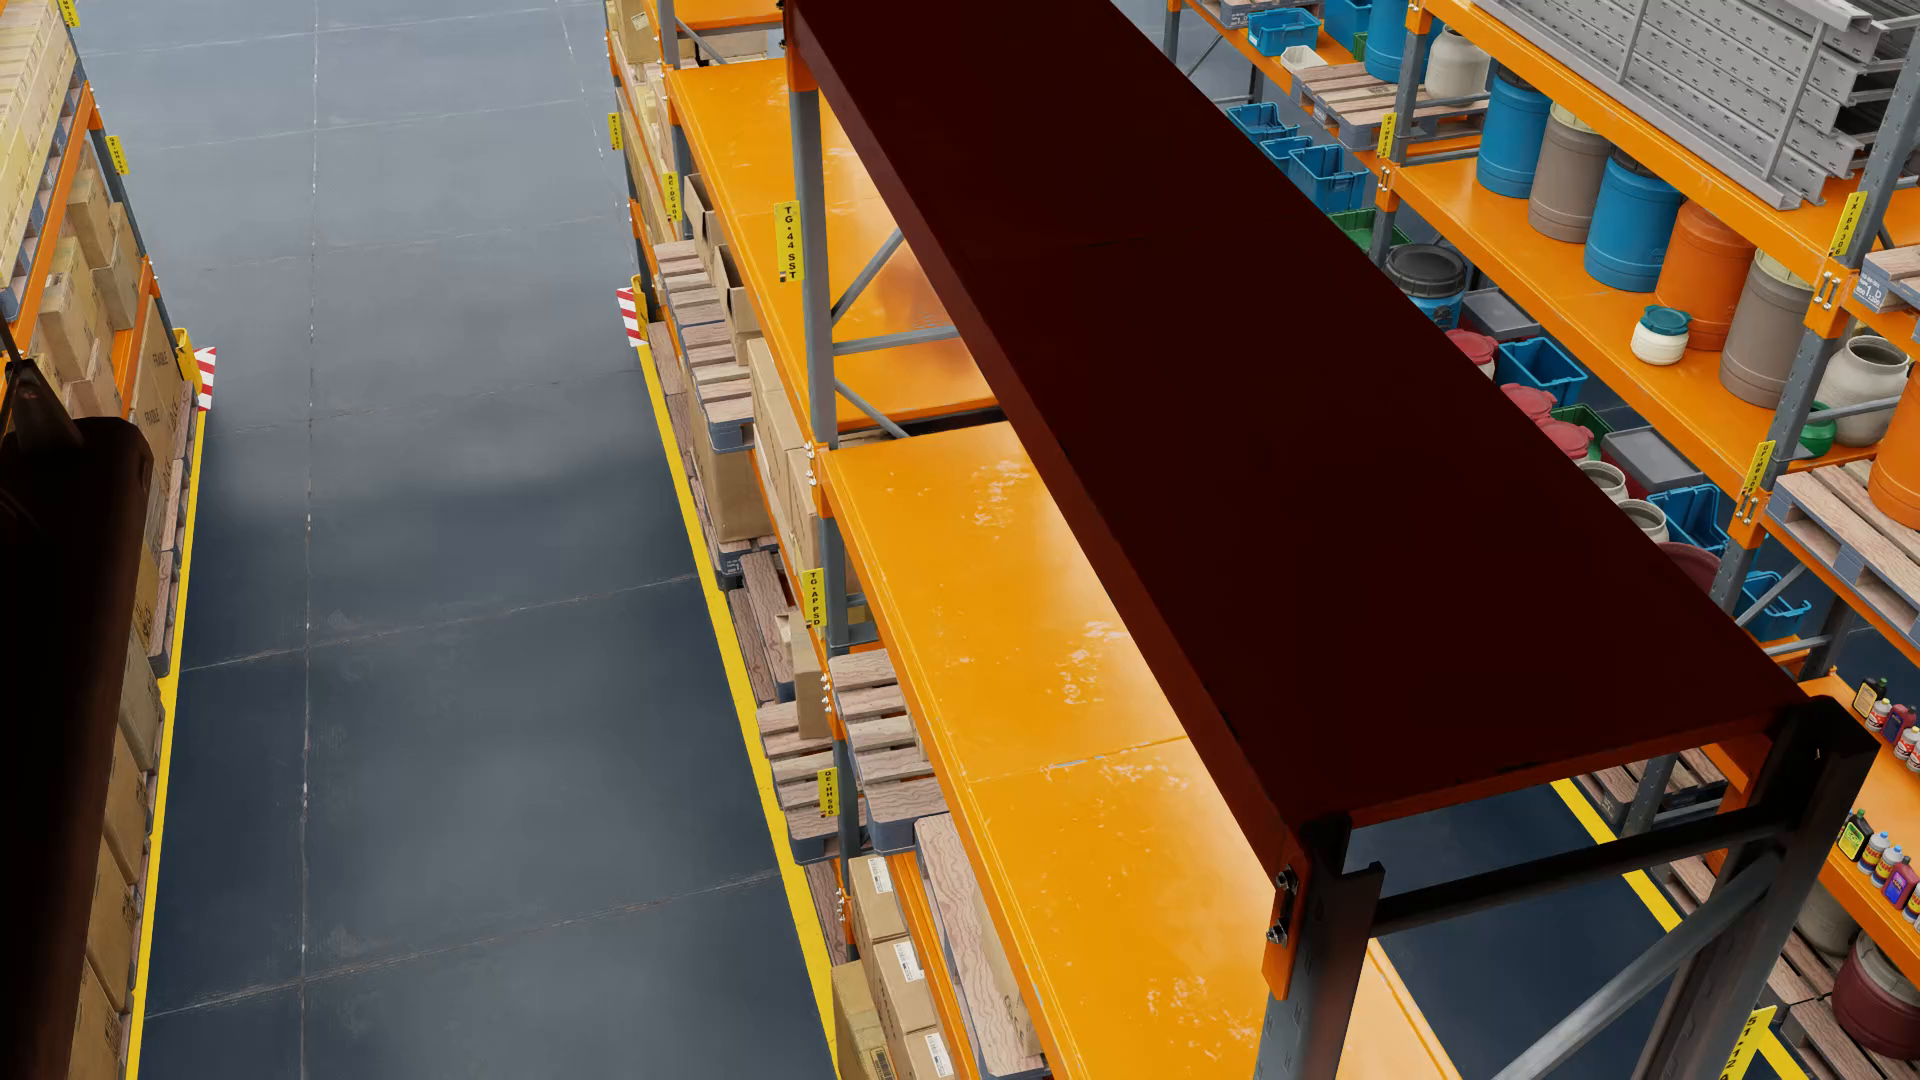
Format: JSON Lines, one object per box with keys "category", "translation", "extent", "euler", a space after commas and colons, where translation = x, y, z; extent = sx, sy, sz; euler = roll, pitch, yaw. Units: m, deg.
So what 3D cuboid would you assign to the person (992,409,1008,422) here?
{"category": "person", "translation": [0.352, -0.808, 12.546], "extent": [0.570, 1.676, 0.696], "euler": [-9, 39, -11]}
